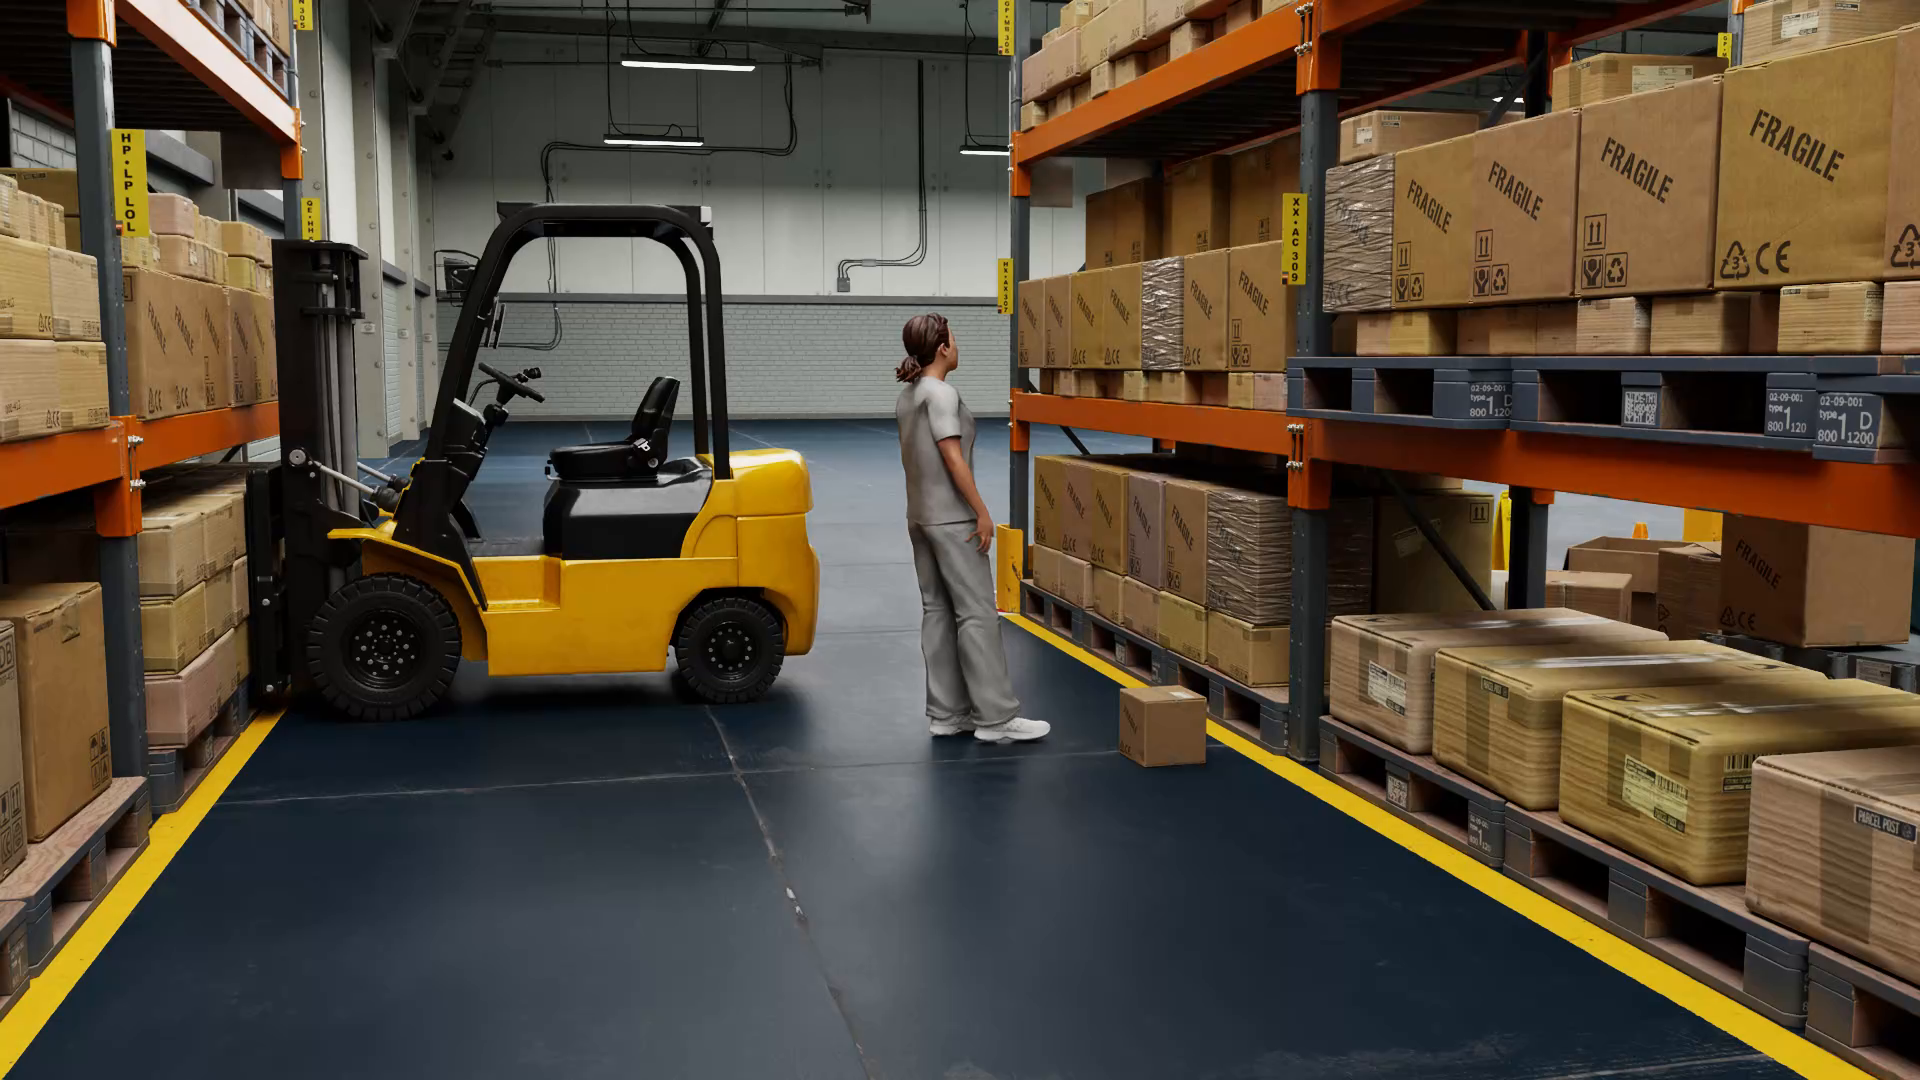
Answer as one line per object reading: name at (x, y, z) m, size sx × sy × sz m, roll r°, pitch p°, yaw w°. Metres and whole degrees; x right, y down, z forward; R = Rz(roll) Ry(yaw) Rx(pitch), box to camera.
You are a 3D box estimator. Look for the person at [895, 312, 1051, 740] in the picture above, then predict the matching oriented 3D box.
person at (0.009, -0.060, 6.610) m, size 0.550 × 1.677 × 0.550 m, roll -3°, pitch 7°, yaw -25°
